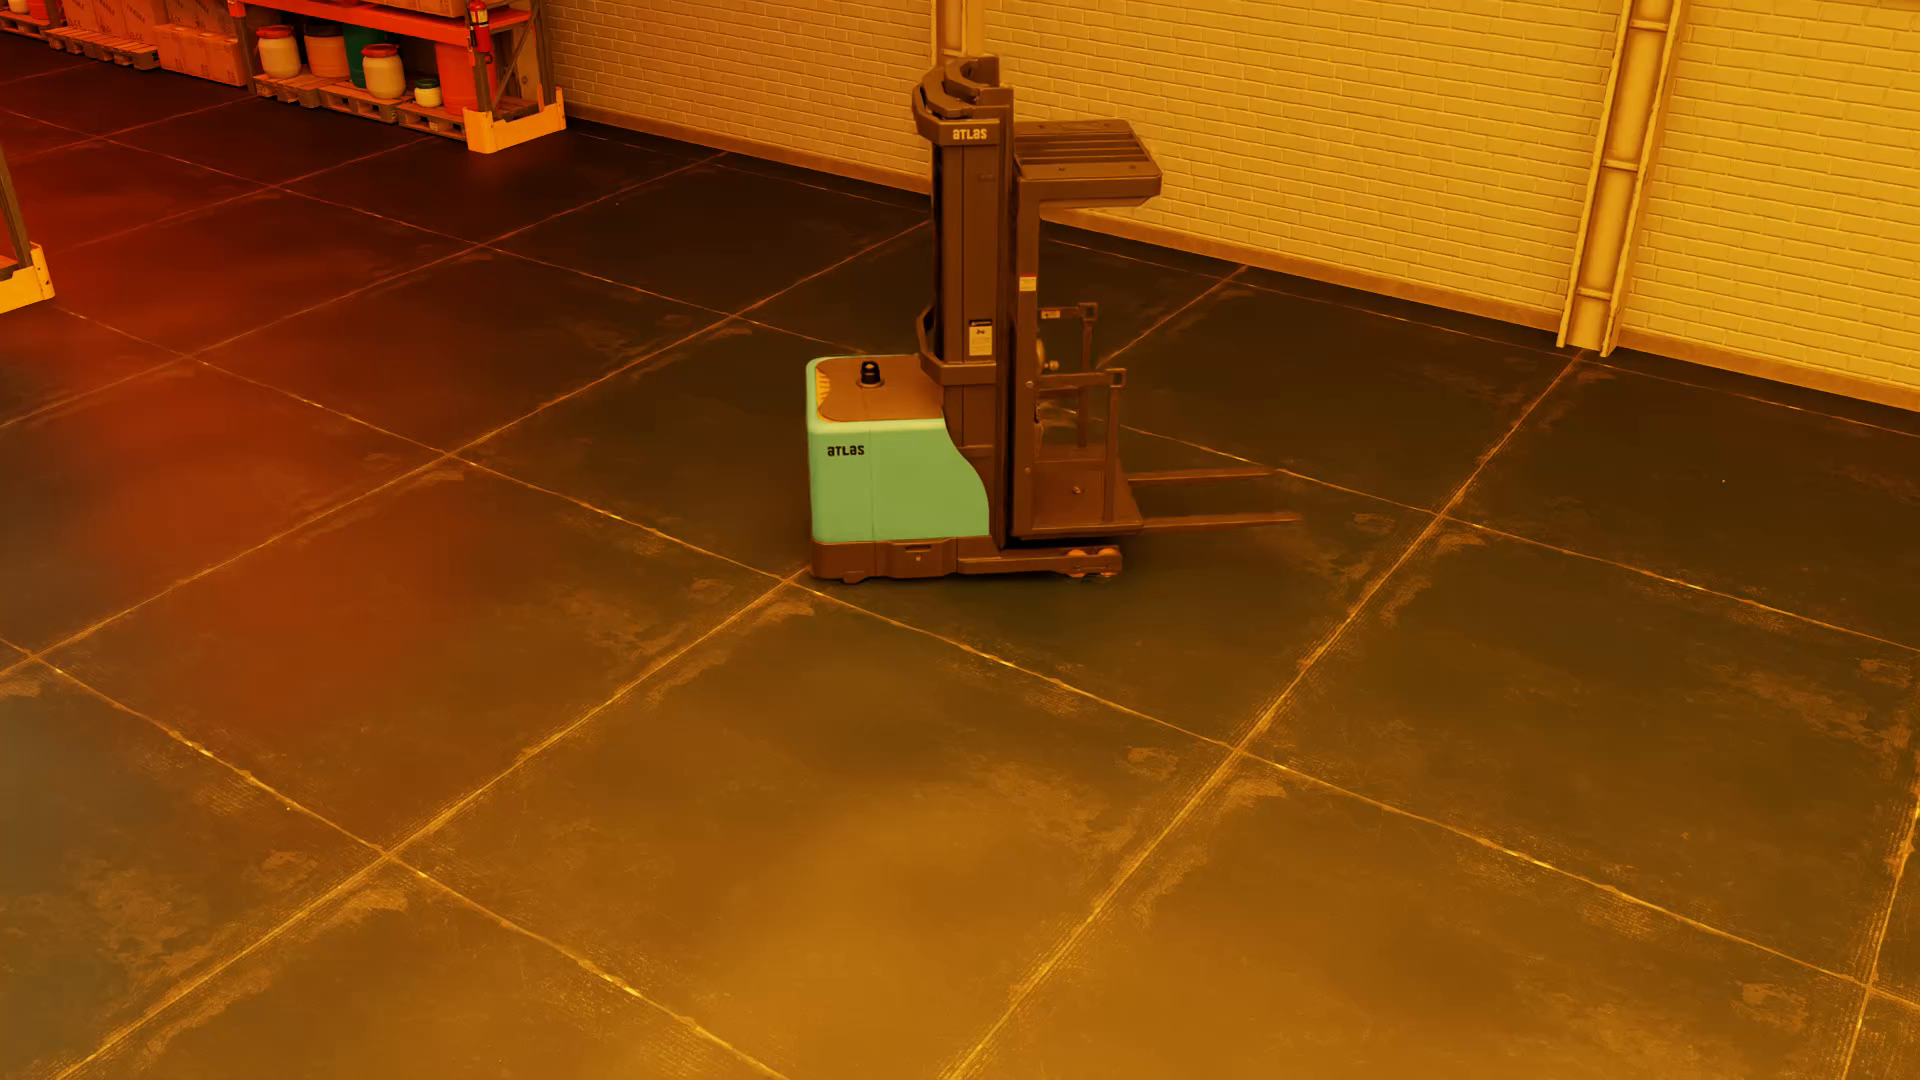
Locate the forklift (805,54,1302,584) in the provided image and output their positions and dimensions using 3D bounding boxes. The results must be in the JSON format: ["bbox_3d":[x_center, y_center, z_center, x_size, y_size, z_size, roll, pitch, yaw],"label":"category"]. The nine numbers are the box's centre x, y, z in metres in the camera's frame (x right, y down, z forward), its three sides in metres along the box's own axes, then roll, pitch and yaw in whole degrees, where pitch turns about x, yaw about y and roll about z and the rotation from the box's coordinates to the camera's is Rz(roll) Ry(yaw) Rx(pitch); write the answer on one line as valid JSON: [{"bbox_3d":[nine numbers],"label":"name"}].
[{"bbox_3d":[0.576,-1.303,9.824,3.031,2.935,1.130,-3,30,-5],"label":"forklift"}]
